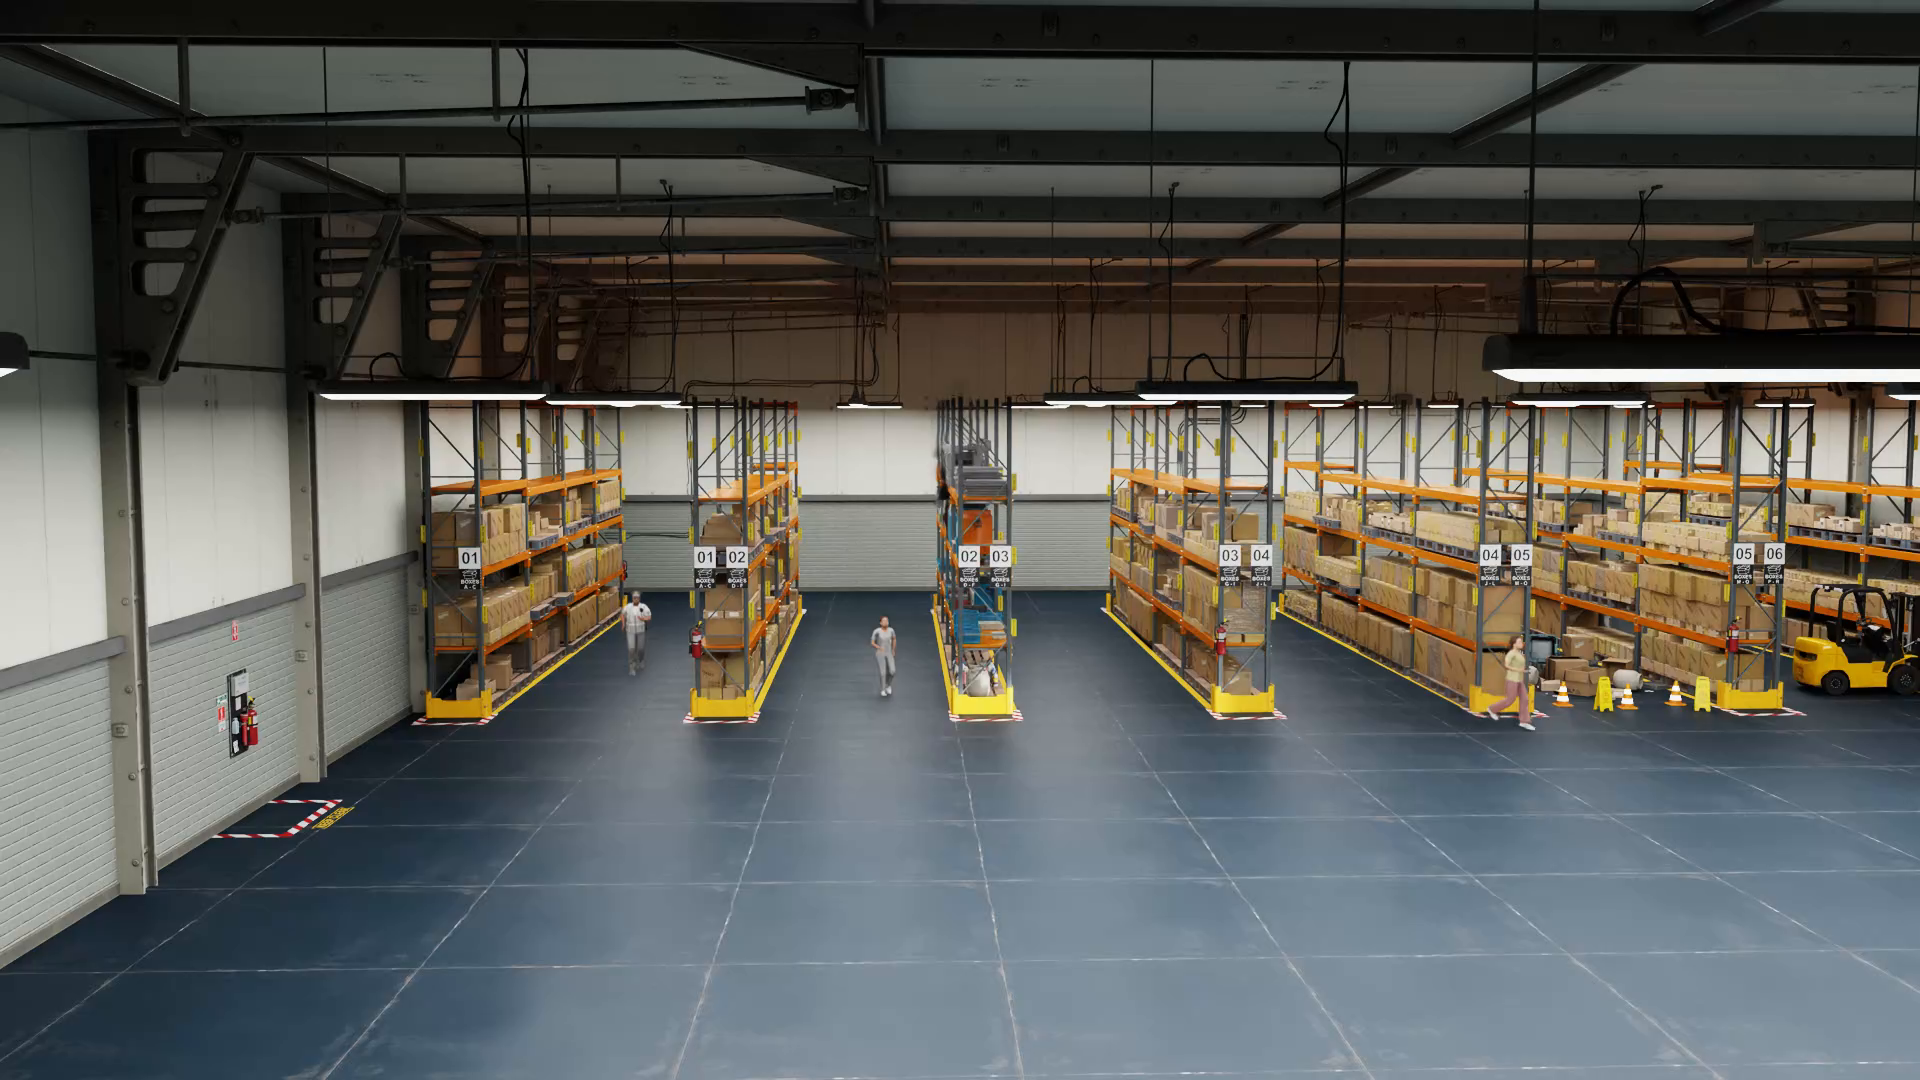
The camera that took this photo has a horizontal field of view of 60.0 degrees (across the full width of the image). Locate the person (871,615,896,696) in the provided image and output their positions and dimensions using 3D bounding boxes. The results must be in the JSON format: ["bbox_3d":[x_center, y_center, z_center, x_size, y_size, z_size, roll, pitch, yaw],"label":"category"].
[{"bbox_3d":[-1.506,2.325,33.356,0.562,1.635,0.572,-1,5,-18],"label":"person"}]

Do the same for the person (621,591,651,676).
[{"bbox_3d":[-7.082,2.010,36.386,0.656,1.791,0.954,-1,4,-11],"label":"person"}]

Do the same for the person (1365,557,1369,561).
[{"bbox_3d":[11.338,1.287,46.844,0.620,1.667,0.506,-1,4,-9],"label":"person"}]

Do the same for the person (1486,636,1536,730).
[{"bbox_3d":[10.025,2.577,30.135,0.930,1.664,0.586,4,6,43],"label":"person"}]

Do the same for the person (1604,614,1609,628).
[{"bbox_3d":[16.470,1.608,42.429,0.592,1.738,0.677,0,4,-6],"label":"person"}]
